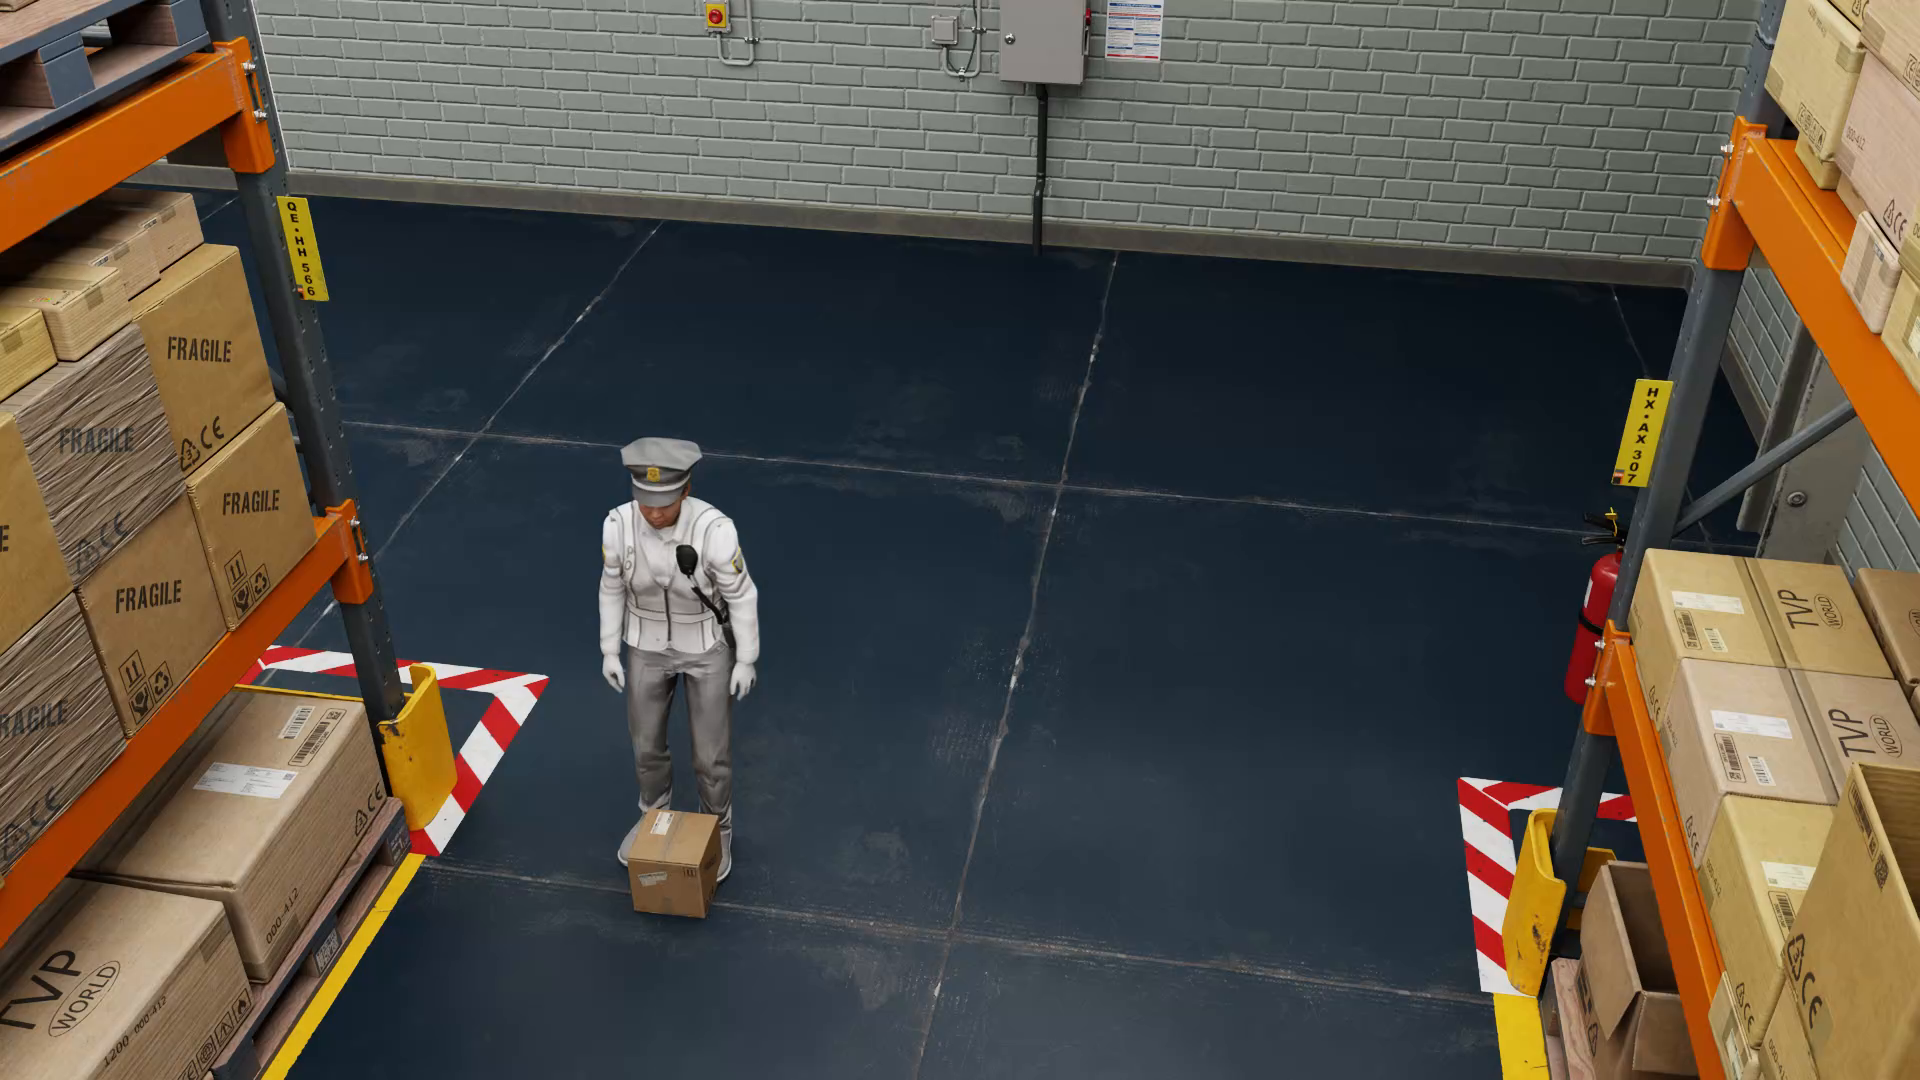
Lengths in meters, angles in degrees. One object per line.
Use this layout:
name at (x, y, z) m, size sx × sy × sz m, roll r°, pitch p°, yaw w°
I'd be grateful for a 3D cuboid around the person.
person at (-0.935, 0.396, 5.515) m, size 0.544 × 1.663 × 0.415 m, roll 3°, pitch 33°, yaw 5°
